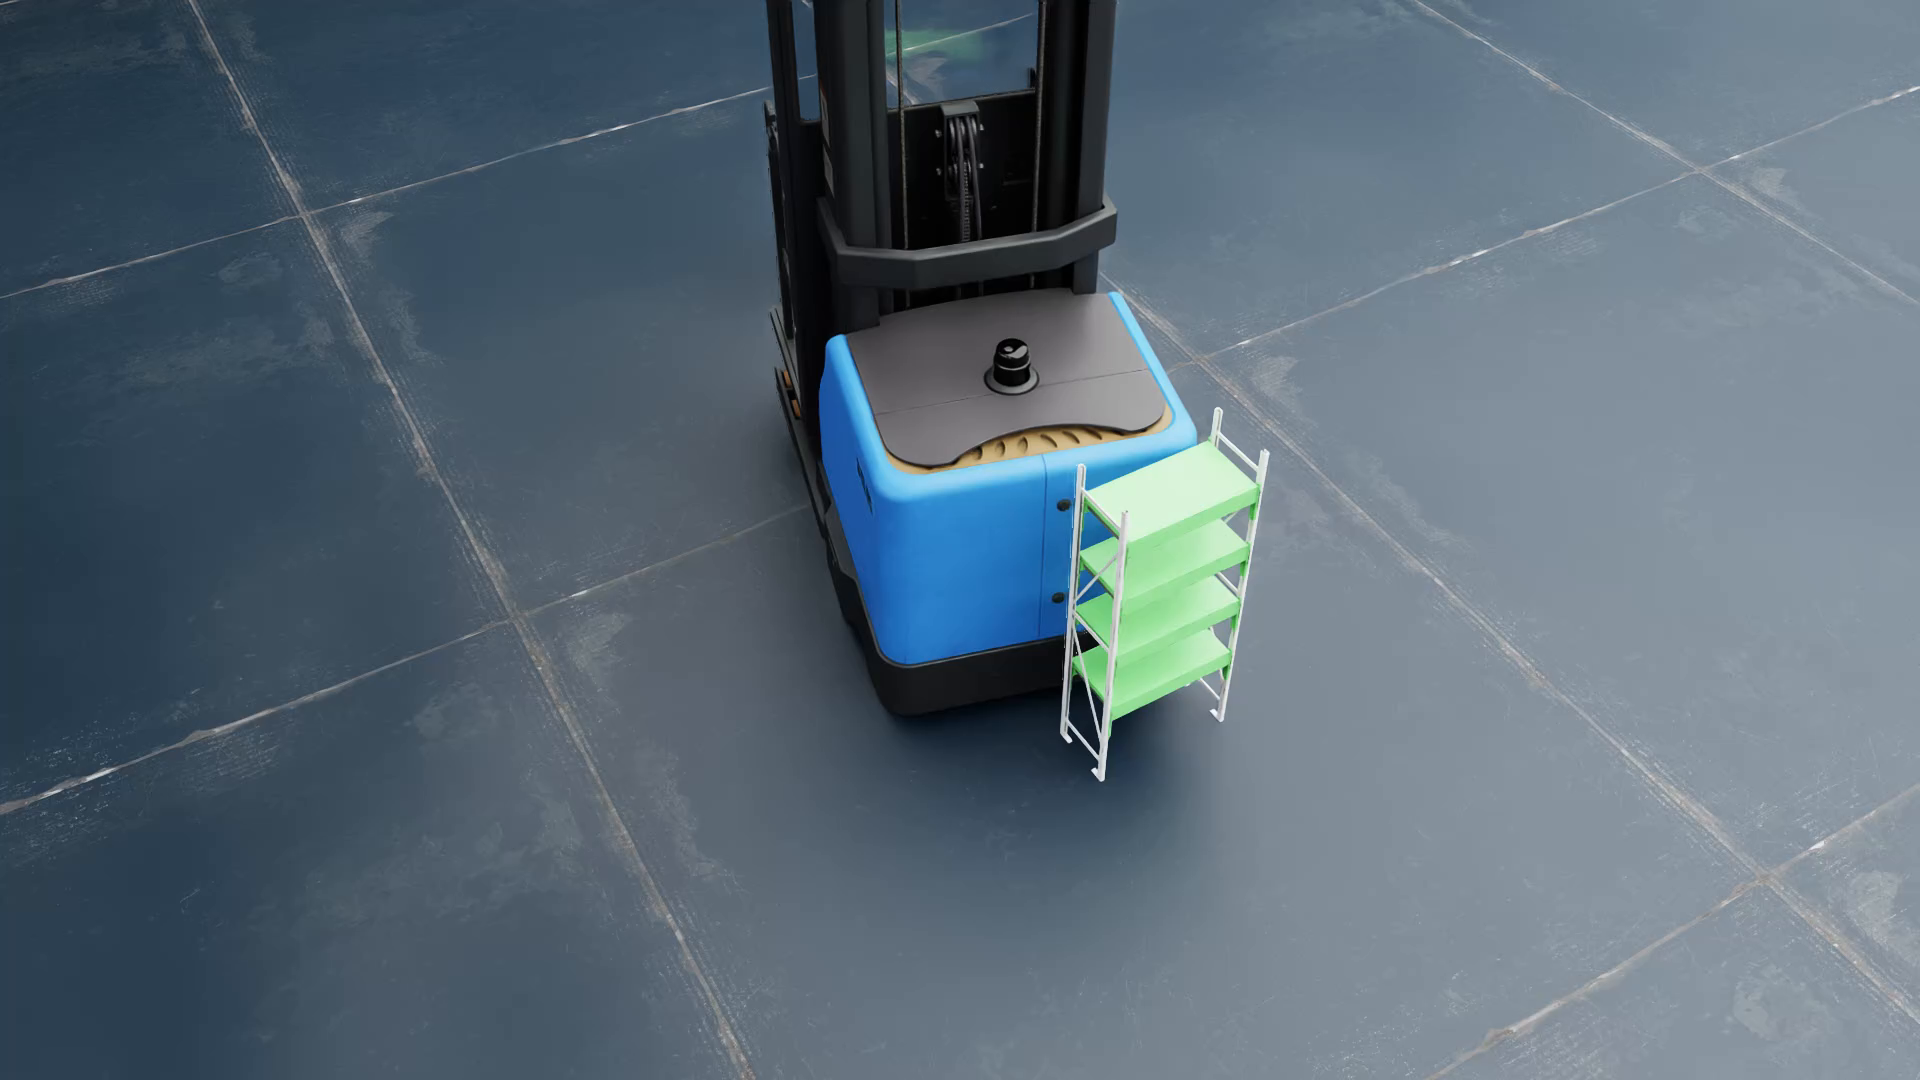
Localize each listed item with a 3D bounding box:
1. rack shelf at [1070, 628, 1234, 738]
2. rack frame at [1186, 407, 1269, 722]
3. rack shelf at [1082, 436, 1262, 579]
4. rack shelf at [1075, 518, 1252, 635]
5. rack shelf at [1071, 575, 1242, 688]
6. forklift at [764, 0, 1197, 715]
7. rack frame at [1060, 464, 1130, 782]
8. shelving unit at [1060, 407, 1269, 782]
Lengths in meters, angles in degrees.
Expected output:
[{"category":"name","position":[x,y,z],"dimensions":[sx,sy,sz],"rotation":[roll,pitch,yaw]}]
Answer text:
[{"category":"rack shelf","position":[0.613,0.417,5.395],"dimensions":[0.480,0.148,0.258],"rotation":[-23,49,-22]},{"category":"rack frame","position":[0.822,0.111,5.274],"dimensions":[0.015,1.200,0.240],"rotation":[-23,49,-22]},{"category":"rack shelf","position":[0.613,-0.100,4.894],"dimensions":[0.480,0.148,0.258],"rotation":[-23,49,-22]},{"category":"rack shelf","position":[0.613,0.072,5.061],"dimensions":[0.480,0.148,0.258],"rotation":[-23,49,-22]},{"category":"rack shelf","position":[0.613,0.244,5.228],"dimensions":[0.480,0.148,0.258],"rotation":[-23,49,-22]},{"category":"forklift","position":[-0.124,-1.512,5.704],"dimensions":[1.130,2.935,3.031],"rotation":[-10,45,-11]},{"category":"rack frame","position":[0.404,0.286,5.094],"dimensions":[0.015,1.200,0.240],"rotation":[-23,49,-22]},{"category":"shelving unit","position":[0.613,0.199,5.184],"dimensions":[0.503,1.200,0.258],"rotation":[-23,49,-22]}]
